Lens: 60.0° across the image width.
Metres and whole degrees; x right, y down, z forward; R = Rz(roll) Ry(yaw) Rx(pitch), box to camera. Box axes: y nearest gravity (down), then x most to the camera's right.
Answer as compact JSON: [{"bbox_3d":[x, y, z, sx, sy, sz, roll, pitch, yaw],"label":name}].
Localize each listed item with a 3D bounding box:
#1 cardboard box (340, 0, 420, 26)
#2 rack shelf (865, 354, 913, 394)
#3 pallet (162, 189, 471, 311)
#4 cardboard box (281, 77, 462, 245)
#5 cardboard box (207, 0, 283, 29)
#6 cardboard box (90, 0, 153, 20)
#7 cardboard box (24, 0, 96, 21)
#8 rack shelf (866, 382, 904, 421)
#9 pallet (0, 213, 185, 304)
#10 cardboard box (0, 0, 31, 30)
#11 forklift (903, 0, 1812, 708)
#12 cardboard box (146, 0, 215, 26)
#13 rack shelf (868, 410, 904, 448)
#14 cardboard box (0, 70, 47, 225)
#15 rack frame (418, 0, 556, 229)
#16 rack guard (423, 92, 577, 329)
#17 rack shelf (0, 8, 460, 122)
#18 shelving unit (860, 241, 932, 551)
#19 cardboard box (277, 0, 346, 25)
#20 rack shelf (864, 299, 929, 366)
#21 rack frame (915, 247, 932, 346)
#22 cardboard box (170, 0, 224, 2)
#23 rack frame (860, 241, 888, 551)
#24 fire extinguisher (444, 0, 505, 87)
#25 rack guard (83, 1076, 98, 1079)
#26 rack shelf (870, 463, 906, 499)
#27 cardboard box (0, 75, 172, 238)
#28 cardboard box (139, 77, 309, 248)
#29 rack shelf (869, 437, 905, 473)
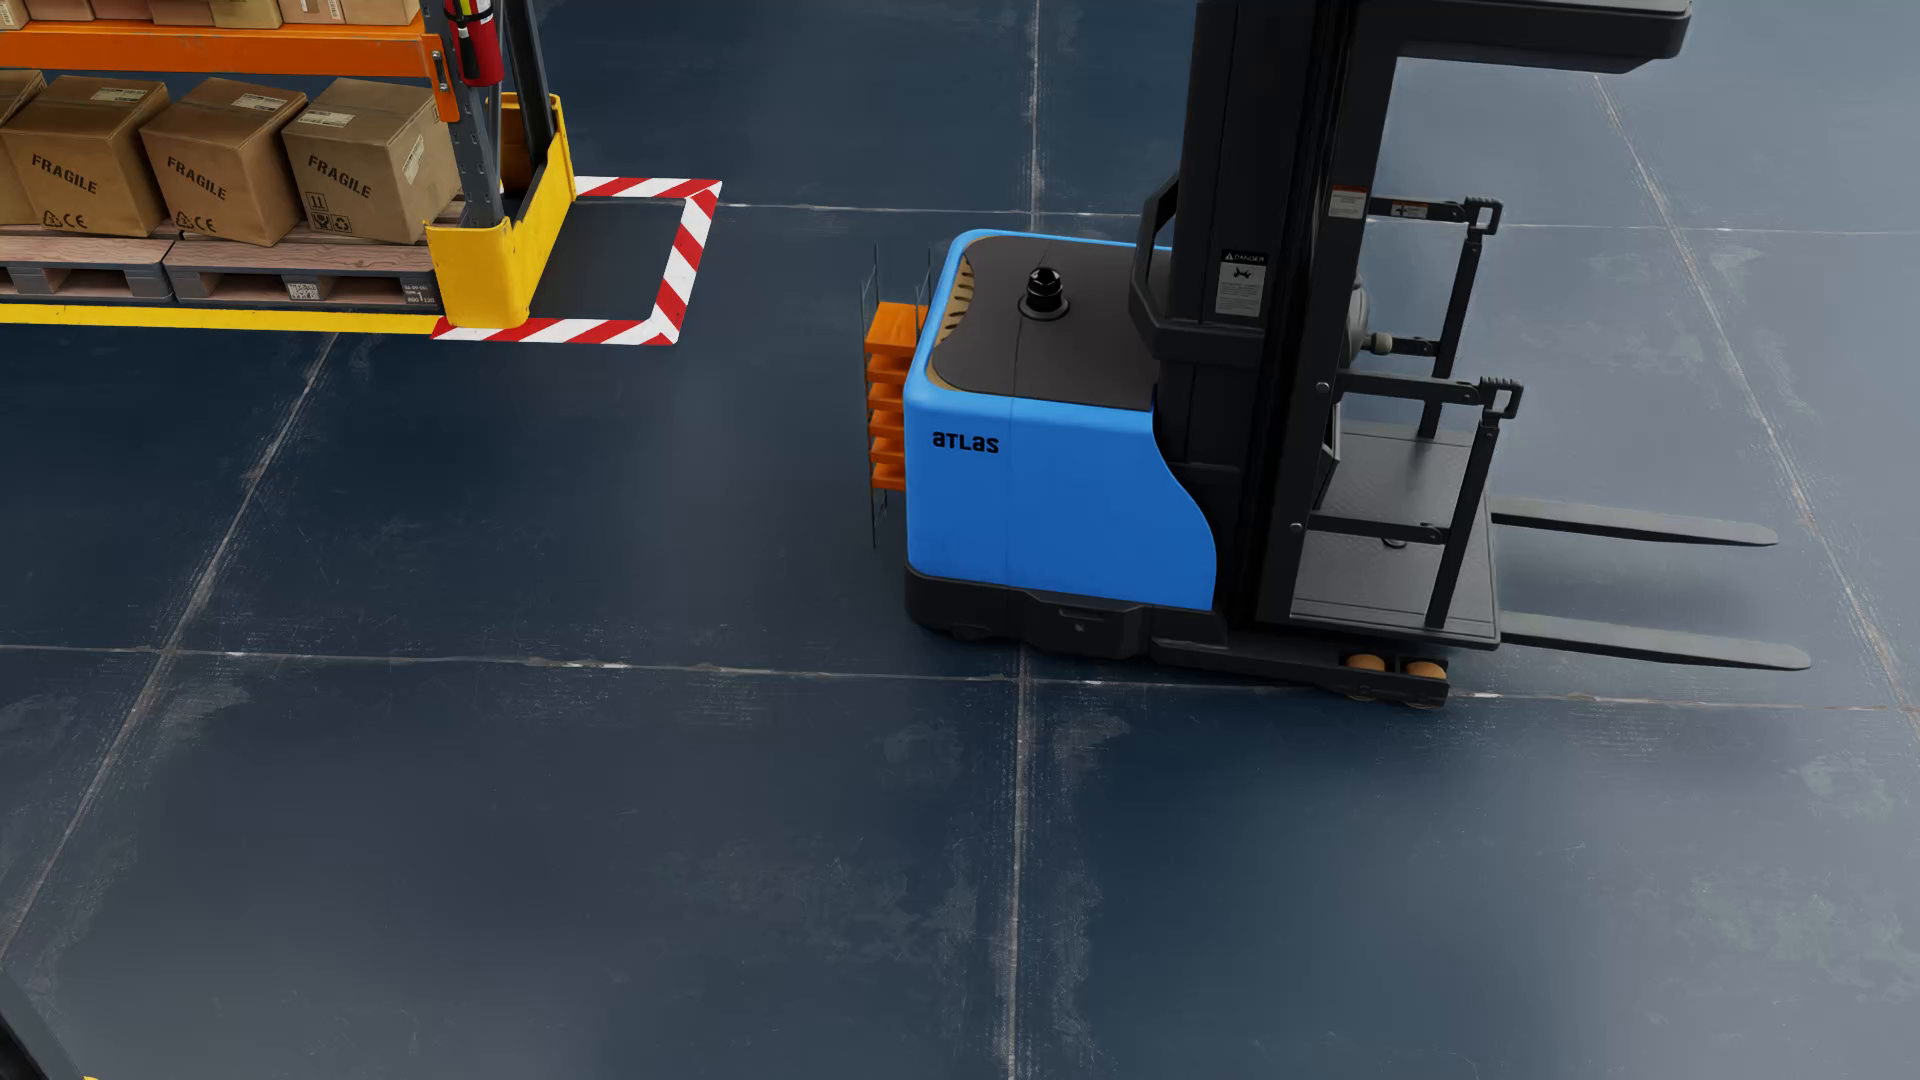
[{"bbox_3d":[-2.267,-2.191,6.586,0.250,0.149,0.380,2,43,2],"label":"cardboard box"},{"bbox_3d":[-0.211,-0.611,5.738,0.180,0.103,0.258,7,43,7],"label":"rack shelf"},{"bbox_3d":[-2.859,-1.446,7.647,1.213,0.211,1.003,2,43,2],"label":"pallet"},{"bbox_3d":[-2.596,-1.684,7.383,0.500,0.500,0.500,9,44,10],"label":"cardboard box"},{"bbox_3d":[-2.769,-2.172,6.565,0.250,0.149,0.380,2,43,2],"label":"cardboard box"},{"bbox_3d":[-3.266,-2.226,6.623,0.250,0.149,0.380,2,43,2],"label":"cardboard box"},{"bbox_3d":[-3.516,-2.218,6.615,0.250,0.149,0.380,2,43,2],"label":"cardboard box"},{"bbox_3d":[-0.211,-0.523,5.820,0.180,0.103,0.258,7,43,7],"label":"rack shelf"},{"bbox_3d":[-4.074,-1.485,7.689,1.213,0.211,1.003,2,43,2],"label":"pallet"},{"bbox_3d":[-3.770,-2.166,6.558,0.250,0.149,0.380,2,43,2],"label":"cardboard box"},{"bbox_3d":[1.373,-0.896,5.061,3.031,2.935,1.130,7,43,7],"label":"forklift"},{"bbox_3d":[-3.018,-2.190,6.585,0.250,0.149,0.380,2,43,2],"label":"cardboard box"},{"bbox_3d":[-0.211,-0.435,5.902,0.180,0.103,0.258,7,43,7],"label":"rack shelf"},{"bbox_3d":[-4.375,-1.759,7.464,0.500,0.500,0.500,-2,43,-2],"label":"cardboard box"},{"bbox_3d":[-1.973,-2.415,6.642,0.127,3.000,1.000,2,43,2],"label":"rack frame"},{"bbox_3d":[-2.049,-1.503,7.496,0.348,0.500,1.175,2,43,2],"label":"rack guard"},{"bbox_3d":[-3.971,-2.213,6.953,4.000,0.370,1.077,2,43,2],"label":"rack shelf"},{"bbox_3d":[-0.211,-0.468,5.872,0.189,1.200,0.258,7,43,7],"label":"shelving unit"},{"bbox_3d":[-2.517,-2.199,6.594,0.250,0.149,0.380,2,43,2],"label":"cardboard box"},{"bbox_3d":[-0.211,-0.699,5.657,0.180,0.103,0.258,7,43,7],"label":"rack shelf"},{"bbox_3d":[-0.121,-0.457,5.860,0.006,1.200,0.240,7,43,7],"label":"rack frame"},{"bbox_3d":[-3.026,-2.530,6.473,0.500,0.500,0.875,2,43,2],"label":"cardboard box"},{"bbox_3d":[-0.301,-0.479,5.884,0.006,1.200,0.240,7,43,7],"label":"rack frame"},{"bbox_3d":[-1.879,-2.069,6.327,0.183,0.674,0.296,2,43,2],"label":"fire extinguisher"},{"bbox_3d":[-2.274,1.902,3.841,0.348,0.500,1.175,2,43,2],"label":"rack guard"},{"bbox_3d":[-0.211,-0.260,6.066,0.180,0.103,0.258,7,43,7],"label":"rack shelf"},{"bbox_3d":[-3.819,-1.712,7.412,0.500,0.500,0.500,5,43,6],"label":"cardboard box"},{"bbox_3d":[-3.195,-1.680,7.378,0.500,0.500,0.500,12,44,13],"label":"cardboard box"},{"bbox_3d":[-0.211,-0.347,5.984,0.180,0.103,0.258,7,43,7],"label":"rack shelf"}]
